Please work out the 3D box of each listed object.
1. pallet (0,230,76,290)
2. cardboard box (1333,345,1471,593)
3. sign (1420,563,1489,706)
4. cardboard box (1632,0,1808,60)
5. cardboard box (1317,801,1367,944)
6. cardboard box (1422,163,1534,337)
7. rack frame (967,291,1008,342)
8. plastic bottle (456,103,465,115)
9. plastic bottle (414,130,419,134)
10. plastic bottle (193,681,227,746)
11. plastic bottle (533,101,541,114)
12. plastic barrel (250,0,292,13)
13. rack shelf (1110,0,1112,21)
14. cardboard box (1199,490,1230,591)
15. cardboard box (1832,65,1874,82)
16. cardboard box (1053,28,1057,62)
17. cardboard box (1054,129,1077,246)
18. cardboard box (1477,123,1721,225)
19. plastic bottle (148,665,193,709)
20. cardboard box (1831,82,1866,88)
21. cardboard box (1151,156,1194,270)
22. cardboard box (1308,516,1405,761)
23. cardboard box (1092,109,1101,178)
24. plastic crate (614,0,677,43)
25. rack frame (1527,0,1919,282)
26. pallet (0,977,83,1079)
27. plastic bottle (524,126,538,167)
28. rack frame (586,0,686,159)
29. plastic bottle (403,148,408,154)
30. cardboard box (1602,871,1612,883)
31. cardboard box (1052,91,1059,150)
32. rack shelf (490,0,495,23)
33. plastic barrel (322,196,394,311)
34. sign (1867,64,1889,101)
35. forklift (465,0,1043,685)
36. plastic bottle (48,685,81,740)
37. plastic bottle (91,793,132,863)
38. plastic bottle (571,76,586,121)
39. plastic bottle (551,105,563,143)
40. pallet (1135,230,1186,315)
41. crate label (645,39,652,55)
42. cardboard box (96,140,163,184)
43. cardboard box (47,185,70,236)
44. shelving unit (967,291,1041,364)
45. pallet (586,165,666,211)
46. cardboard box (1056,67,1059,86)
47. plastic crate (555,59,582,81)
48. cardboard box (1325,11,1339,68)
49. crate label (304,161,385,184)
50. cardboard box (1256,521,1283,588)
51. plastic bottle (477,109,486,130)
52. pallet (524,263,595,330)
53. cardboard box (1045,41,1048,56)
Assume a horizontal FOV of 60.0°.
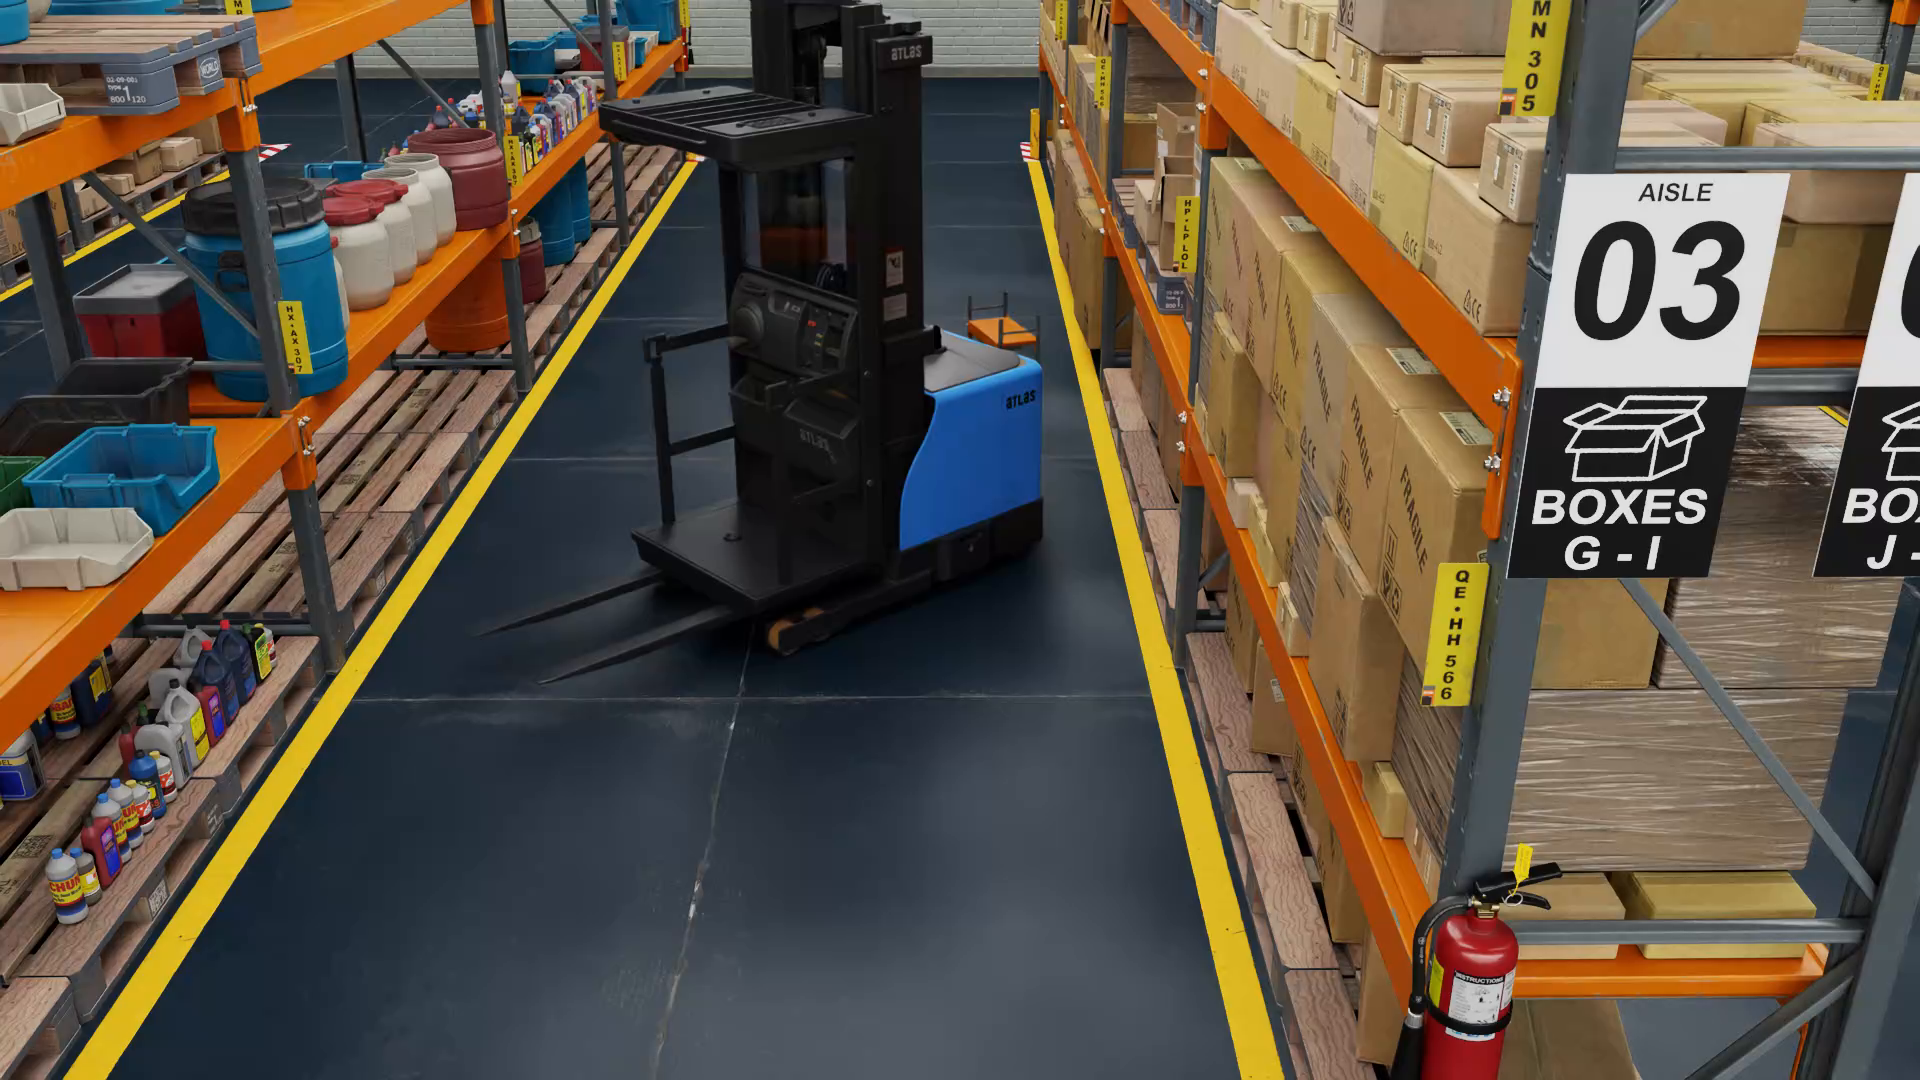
[{"bbox_3d":[-8.428,-2.423,14.352,1.003,0.211,1.213,0,24,-1],"label":"pallet"},{"bbox_3d":[1.298,-0.195,4.346,0.500,0.500,0.500,0,24,-1],"label":"cardboard box"},{"bbox_3d":[1.007,0.196,3.389,0.100,0.325,0.005,0,24,-1],"label":"sign"},{"bbox_3d":[1.816,-1.516,4.232,0.500,0.500,0.500,0,24,-1],"label":"cardboard box"},{"bbox_3d":[1.544,1.059,5.792,0.500,0.500,0.500,2,24,4],"label":"cardboard box"},{"bbox_3d":[1.303,-0.623,3.529,0.500,0.250,0.500,0,24,1],"label":"cardboard box"},{"bbox_3d":[0.157,-0.849,9.672,0.240,1.200,0.015,-9,26,-18],"label":"rack frame"},{"bbox_3d":[-3.911,-3.273,13.004,0.097,0.271,0.097,0,24,0],"label":"plastic bottle"},{"bbox_3d":[-3.898,-2.811,11.981,0.097,0.271,0.097,0,24,0],"label":"plastic bottle"},{"bbox_3d":[-3.093,0.694,6.837,0.061,0.283,0.133,1,24,3],"label":"plastic bottle"},{"bbox_3d":[-3.305,-3.312,13.090,0.097,0.271,0.097,0,24,0],"label":"plastic bottle"},{"bbox_3d":[-3.671,-3.096,8.207,0.600,0.901,0.708,0,24,-1],"label":"plastic barrel"},{"bbox_3d":[1.453,-4.287,12.321,1.077,0.370,4.000,0,24,-1],"label":"rack shelf"},{"bbox_3d":[1.533,-0.090,8.308,0.700,0.500,0.500,-2,24,-5],"label":"cardboard box"},{"bbox_3d":[6.613,-3.376,12.148,0.380,0.149,0.250,1,24,2],"label":"cardboard box"},{"bbox_3d":[1.150,-4.743,15.919,0.500,0.250,0.500,0,24,1],"label":"cardboard box"},{"bbox_3d":[1.458,-3.031,14.381,1.225,0.875,0.875,0,24,0],"label":"cardboard box"},{"bbox_3d":[1.247,-0.720,3.260,0.380,0.149,0.250,0,24,-1],"label":"cardboard box"},{"bbox_3d":[-3.285,0.642,6.963,0.152,0.276,0.135,0,24,-1],"label":"plastic bottle"},{"bbox_3d":[5.972,-3.056,11.439,0.380,0.149,0.250,-1,24,-1],"label":"cardboard box"},{"bbox_3d":[1.407,-1.728,8.795,0.797,0.503,0.637,2,24,5],"label":"cardboard box"},{"bbox_3d":[1.458,0.260,4.554,0.875,0.500,0.500,0,24,-1],"label":"cardboard box"},{"bbox_3d":[1.222,-2.877,11.850,0.500,0.500,0.500,0,24,-1],"label":"cardboard box"},{"bbox_3d":[-3.374,-5.604,17.885,0.616,0.435,0.499,0,24,-1],"label":"plastic crate"},{"bbox_3d":[1.562,-1.861,2.444,1.000,3.000,0.127,0,24,-1],"label":"rack frame"},{"bbox_3d":[-3.442,1.800,5.014,1.003,0.211,1.213,0,24,-1],"label":"pallet"},{"bbox_3d":[-3.123,-2.869,12.095,0.061,0.283,0.133,0,24,-1],"label":"plastic bottle"},{"bbox_3d":[-3.565,-5.698,18.208,1.000,3.000,0.127,0,24,-1],"label":"rack frame"},{"bbox_3d":[-3.895,-2.658,11.729,0.097,0.201,0.097,0,24,0],"label":"plastic bottle"},{"bbox_3d":[1.814,0.766,4.222,0.380,0.149,0.250,0,24,-1],"label":"cardboard box"},{"bbox_3d":[1.475,-4.680,18.026,0.875,0.875,0.875,0,24,-1],"label":"cardboard box"},{"bbox_3d":[-3.499,-4.264,12.272,1.077,0.370,4.000,0,24,-1],"label":"rack shelf"},{"bbox_3d":[-3.233,-1.513,8.789,0.433,0.535,0.433,0,24,0],"label":"plastic barrel"},{"bbox_3d":[5.893,-2.889,10.690,0.100,0.325,0.005,0,24,-1],"label":"sign"},{"bbox_3d":[-0.972,-1.024,7.958,3.031,2.935,1.130,-21,32,-38],"label":"forklift"},{"bbox_3d":[-3.718,0.683,6.876,0.097,0.271,0.097,0,24,0],"label":"plastic bottle"},{"bbox_3d":[-3.102,1.048,6.070,0.097,0.271,0.097,0,24,0],"label":"plastic bottle"},{"bbox_3d":[-3.184,-3.650,13.740,0.144,0.351,0.185,0,24,-1],"label":"plastic bottle"},{"bbox_3d":[-3.132,-3.231,12.895,0.061,0.283,0.133,0,24,-1],"label":"plastic bottle"},{"bbox_3d":[1.538,-1.521,9.205,1.003,0.211,1.213,0,24,-1],"label":"pallet"},{"bbox_3d":[-3.359,-5.036,16.991,0.396,0.136,0.243,0,24,-1],"label":"crate label"},{"bbox_3d":[-8.500,-3.866,16.653,0.797,0.503,0.637,0,24,-1],"label":"cardboard box"},{"bbox_3d":[-8.182,-2.888,14.496,0.500,0.500,0.500,0,24,-1],"label":"cardboard box"},{"bbox_3d":[0.241,-0.755,9.463,0.258,1.200,0.503,-9,26,-18],"label":"shelving unit"},{"bbox_3d":[-3.584,-3.586,16.922,1.003,0.211,1.213,0,24,-1],"label":"pallet"},{"bbox_3d":[1.095,-4.293,15.408,0.380,0.149,0.250,-1,24,-1],"label":"cardboard box"},{"bbox_3d":[-3.802,-4.412,15.625,0.437,0.125,0.590,0,24,-1],"label":"plastic crate"},{"bbox_3d":[1.303,-1.477,4.934,0.380,0.149,0.250,0,24,1],"label":"cardboard box"},{"bbox_3d":[-3.737,-2.007,10.004,0.502,0.435,0.616,0,24,-1],"label":"crate label"},{"bbox_3d":[1.250,0.047,5.811,0.380,0.149,0.250,0,24,-1],"label":"cardboard box"},{"bbox_3d":[-3.760,-3.298,13.143,0.097,0.201,0.097,0,24,0],"label":"plastic bottle"},{"bbox_3d":[-3.538,-1.957,13.321,1.003,0.211,1.213,0,24,-1],"label":"pallet"},{"bbox_3d":[1.075,-5.034,17.046,0.380,0.149,0.250,-1,24,-2],"label":"cardboard box"}]
